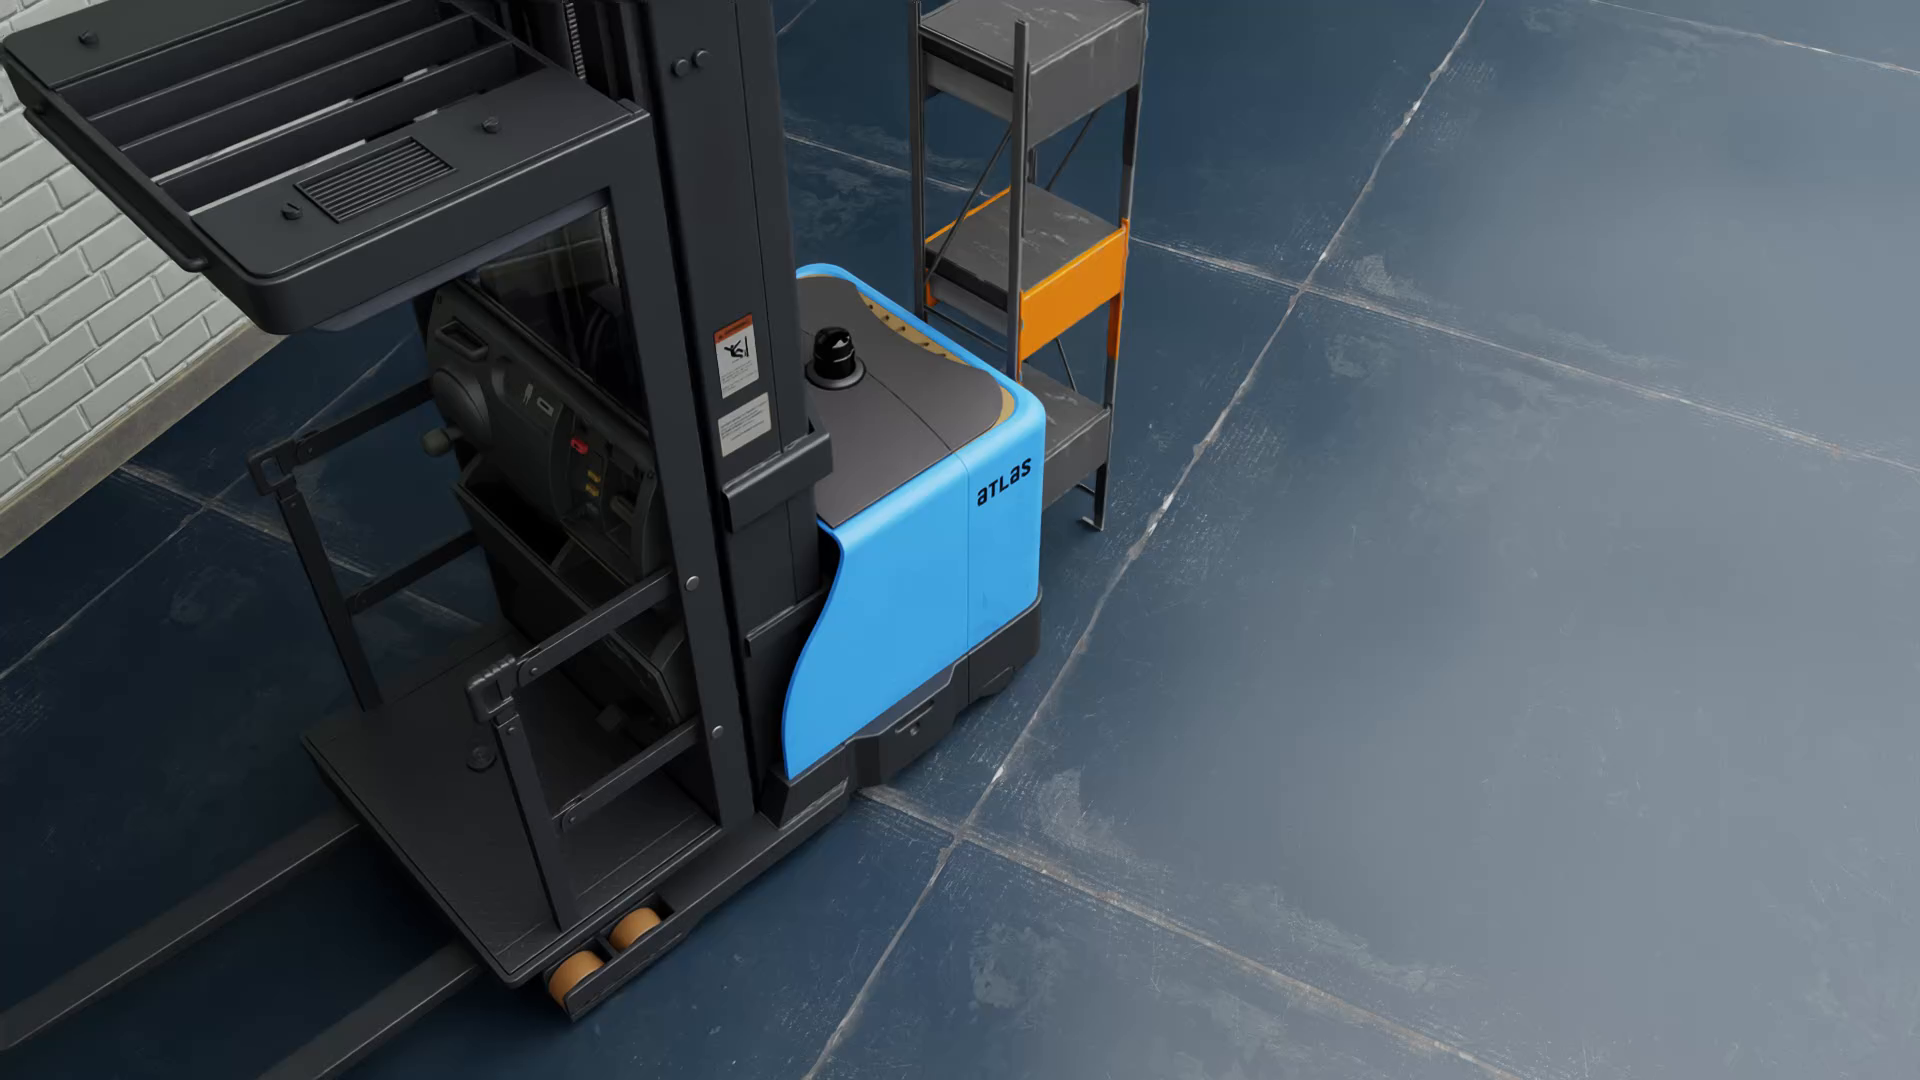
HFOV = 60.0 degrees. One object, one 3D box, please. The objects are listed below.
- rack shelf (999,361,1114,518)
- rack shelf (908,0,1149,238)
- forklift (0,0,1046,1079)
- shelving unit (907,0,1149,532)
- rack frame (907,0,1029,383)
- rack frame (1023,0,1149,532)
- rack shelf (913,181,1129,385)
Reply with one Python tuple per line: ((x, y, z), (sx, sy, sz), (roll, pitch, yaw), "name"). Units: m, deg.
((0.182, -0.236, 5.510), (0.431, 0.518, 0.480), (33, 54, 28), "rack shelf")
((0.182, -1.220, 4.514), (0.431, 0.518, 0.480), (33, 54, 28), "rack shelf")
((-1.158, -0.180, 3.867), (3.031, 2.935, 1.130), (-34, 54, -29), "forklift")
((0.182, -0.737, 5.002), (0.431, 2.100, 0.503), (33, 54, 28), "shelving unit")
((0.017, -0.610, 4.876), (0.400, 2.100, 0.015), (33, 54, 28), "rack frame")
((0.347, -0.865, 5.128), (0.400, 2.100, 0.015), (33, 54, 28), "rack frame")
((0.182, -0.728, 5.012), (0.431, 0.518, 0.480), (33, 54, 28), "rack shelf")
